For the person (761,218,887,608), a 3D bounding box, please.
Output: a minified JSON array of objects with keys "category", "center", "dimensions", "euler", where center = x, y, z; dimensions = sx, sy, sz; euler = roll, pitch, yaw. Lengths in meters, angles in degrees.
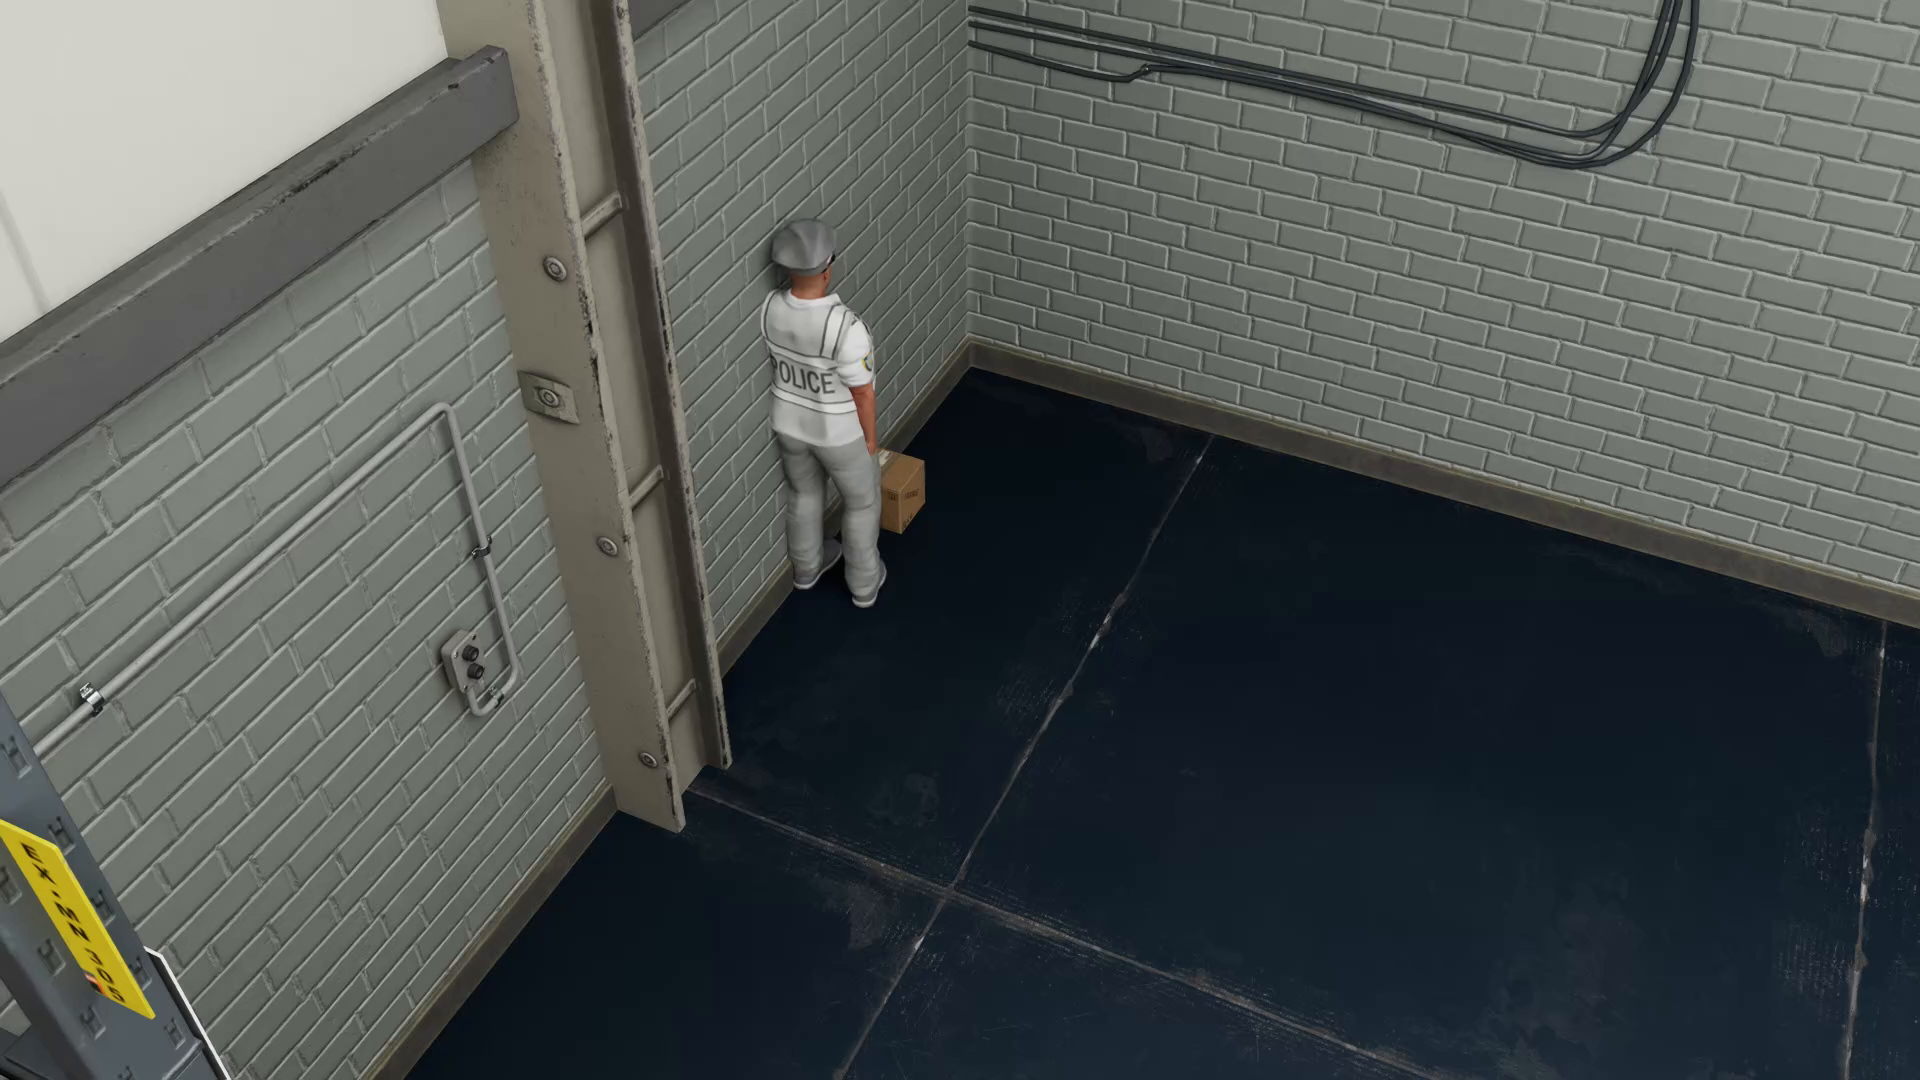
[{"category":"person","center":[-0.553,-0.491,6.699],"dimensions":[0.530,1.768,0.394],"euler":[19,45,20]}]
